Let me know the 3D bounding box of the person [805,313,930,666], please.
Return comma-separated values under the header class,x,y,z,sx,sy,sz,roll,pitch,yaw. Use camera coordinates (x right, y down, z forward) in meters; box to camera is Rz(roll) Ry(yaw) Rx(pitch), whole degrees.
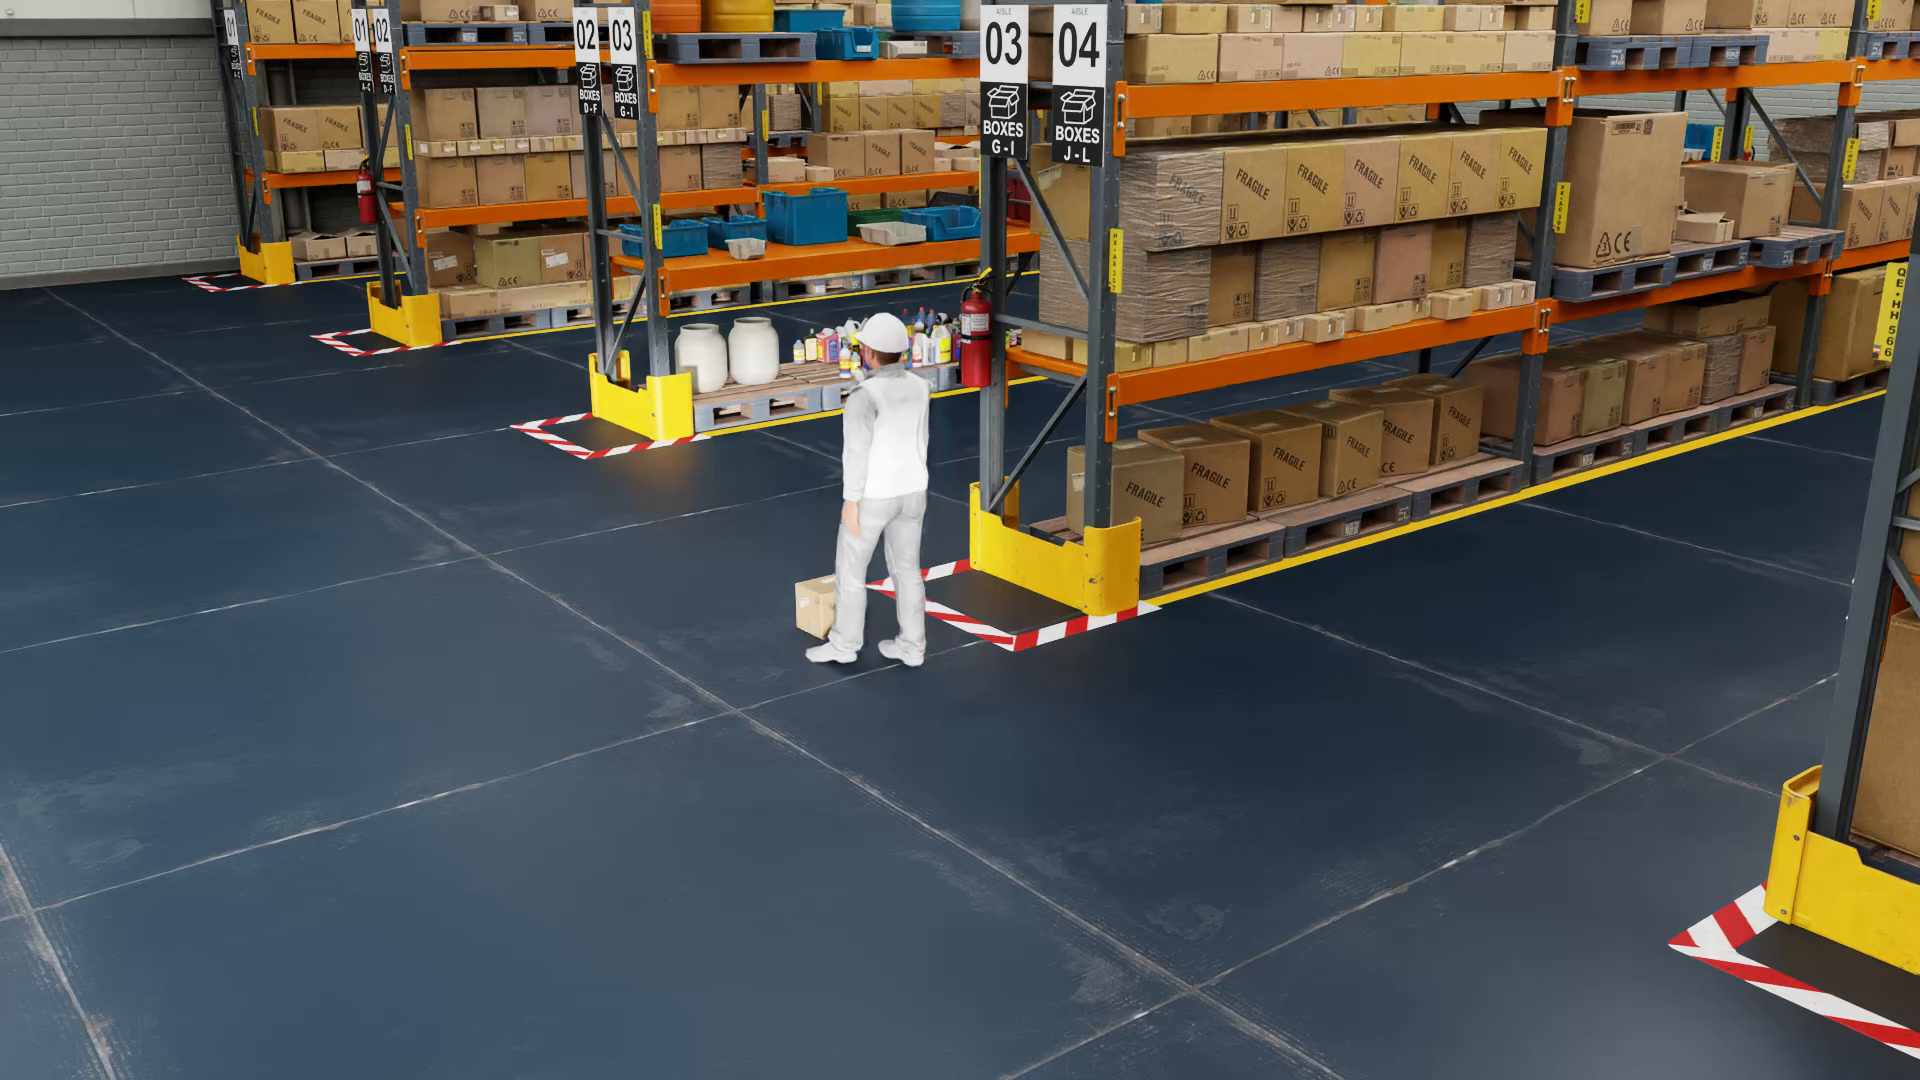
class,x,y,z,sx,sy,sz,roll,pitch,yaw
person,-0.420,-0.244,8.263,0.566,1.788,0.550,-16,23,-40
